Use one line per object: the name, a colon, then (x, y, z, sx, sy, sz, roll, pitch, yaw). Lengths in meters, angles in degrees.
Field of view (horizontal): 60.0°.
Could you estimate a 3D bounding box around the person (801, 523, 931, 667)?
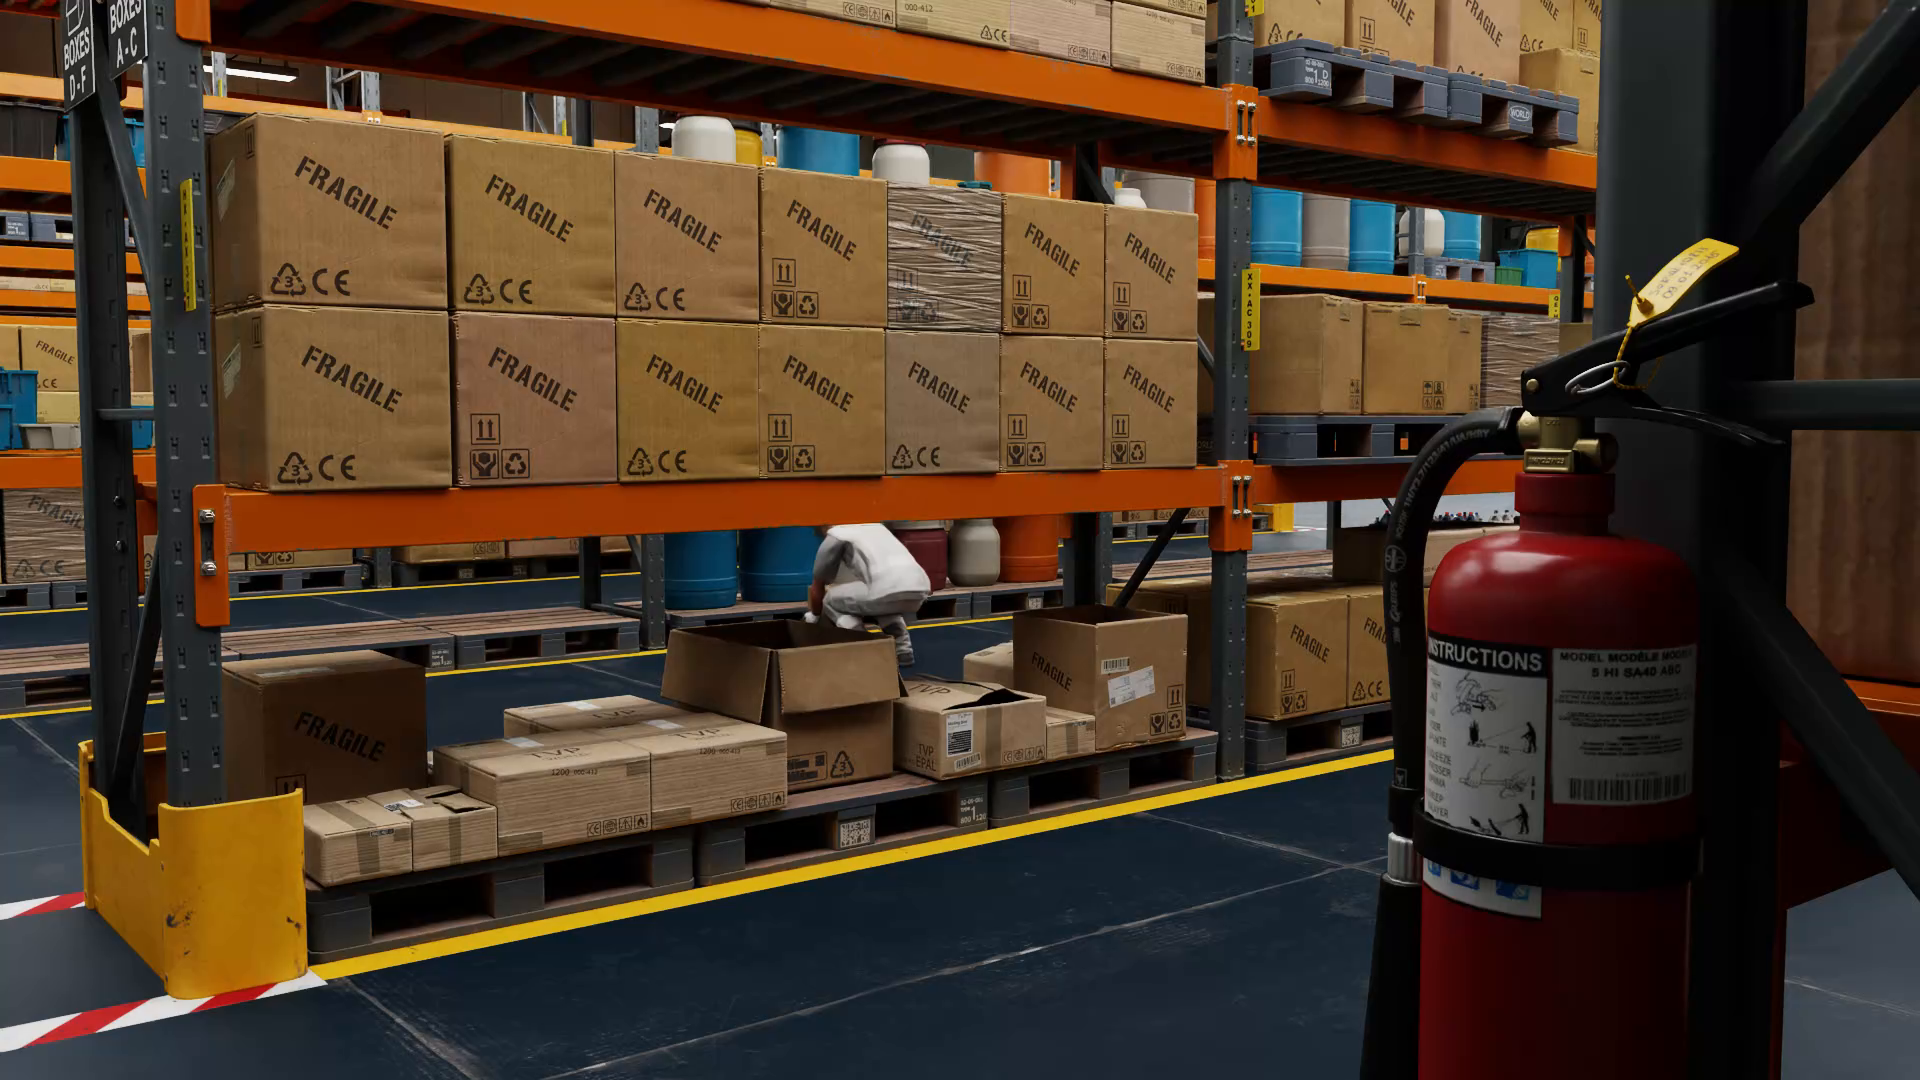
person: (-0.580, 0.266, 10.098, 0.574, 0.994, 0.884, -3, 5, -39)
